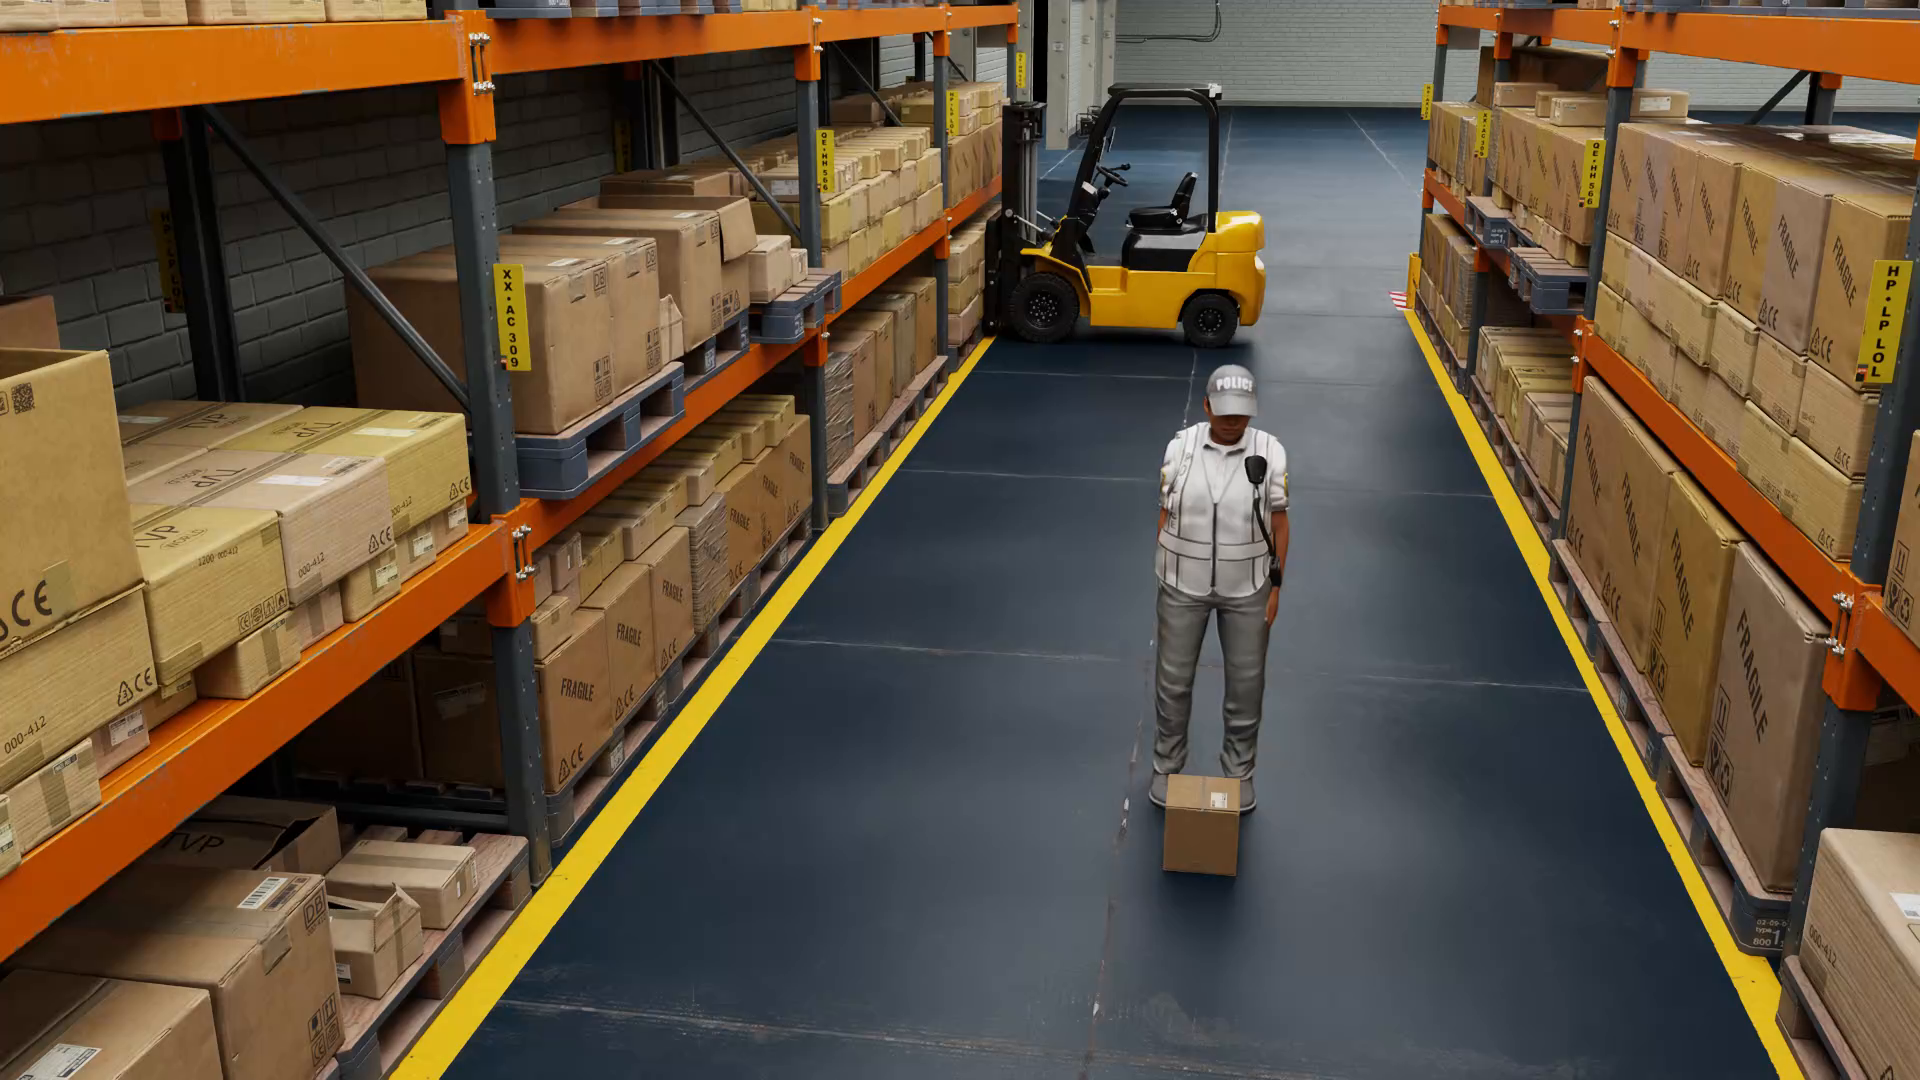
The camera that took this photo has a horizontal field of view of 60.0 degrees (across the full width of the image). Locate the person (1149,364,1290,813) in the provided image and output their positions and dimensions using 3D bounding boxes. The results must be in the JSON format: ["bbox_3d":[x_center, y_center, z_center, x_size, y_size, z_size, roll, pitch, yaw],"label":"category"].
[{"bbox_3d":[0.940,0.179,6.018,0.469,1.659,0.390,3,18,10],"label":"person"}]
